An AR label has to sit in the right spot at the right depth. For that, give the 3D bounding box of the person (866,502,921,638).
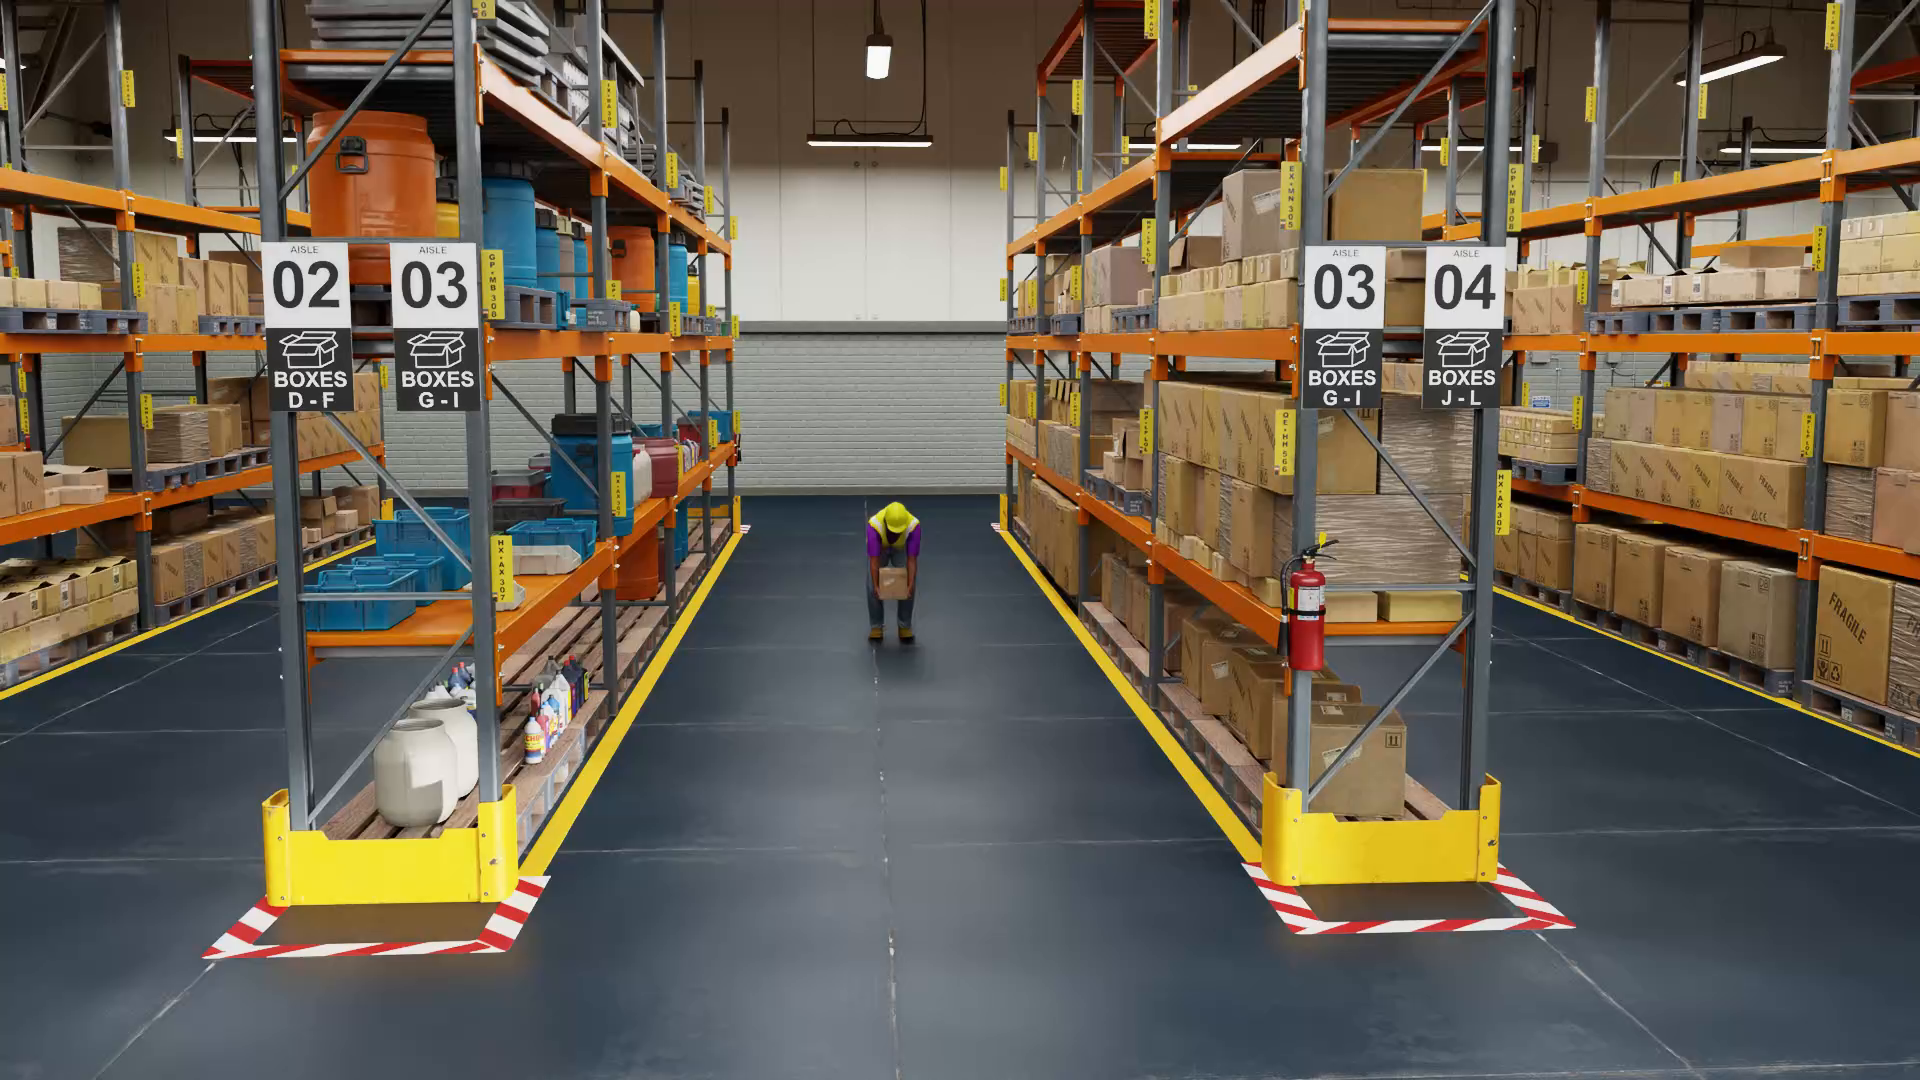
[{"bbox_3d":[-0.609,0.274,15.249,0.493,1.311,0.923,-1,7,-6],"label":"person"}]
